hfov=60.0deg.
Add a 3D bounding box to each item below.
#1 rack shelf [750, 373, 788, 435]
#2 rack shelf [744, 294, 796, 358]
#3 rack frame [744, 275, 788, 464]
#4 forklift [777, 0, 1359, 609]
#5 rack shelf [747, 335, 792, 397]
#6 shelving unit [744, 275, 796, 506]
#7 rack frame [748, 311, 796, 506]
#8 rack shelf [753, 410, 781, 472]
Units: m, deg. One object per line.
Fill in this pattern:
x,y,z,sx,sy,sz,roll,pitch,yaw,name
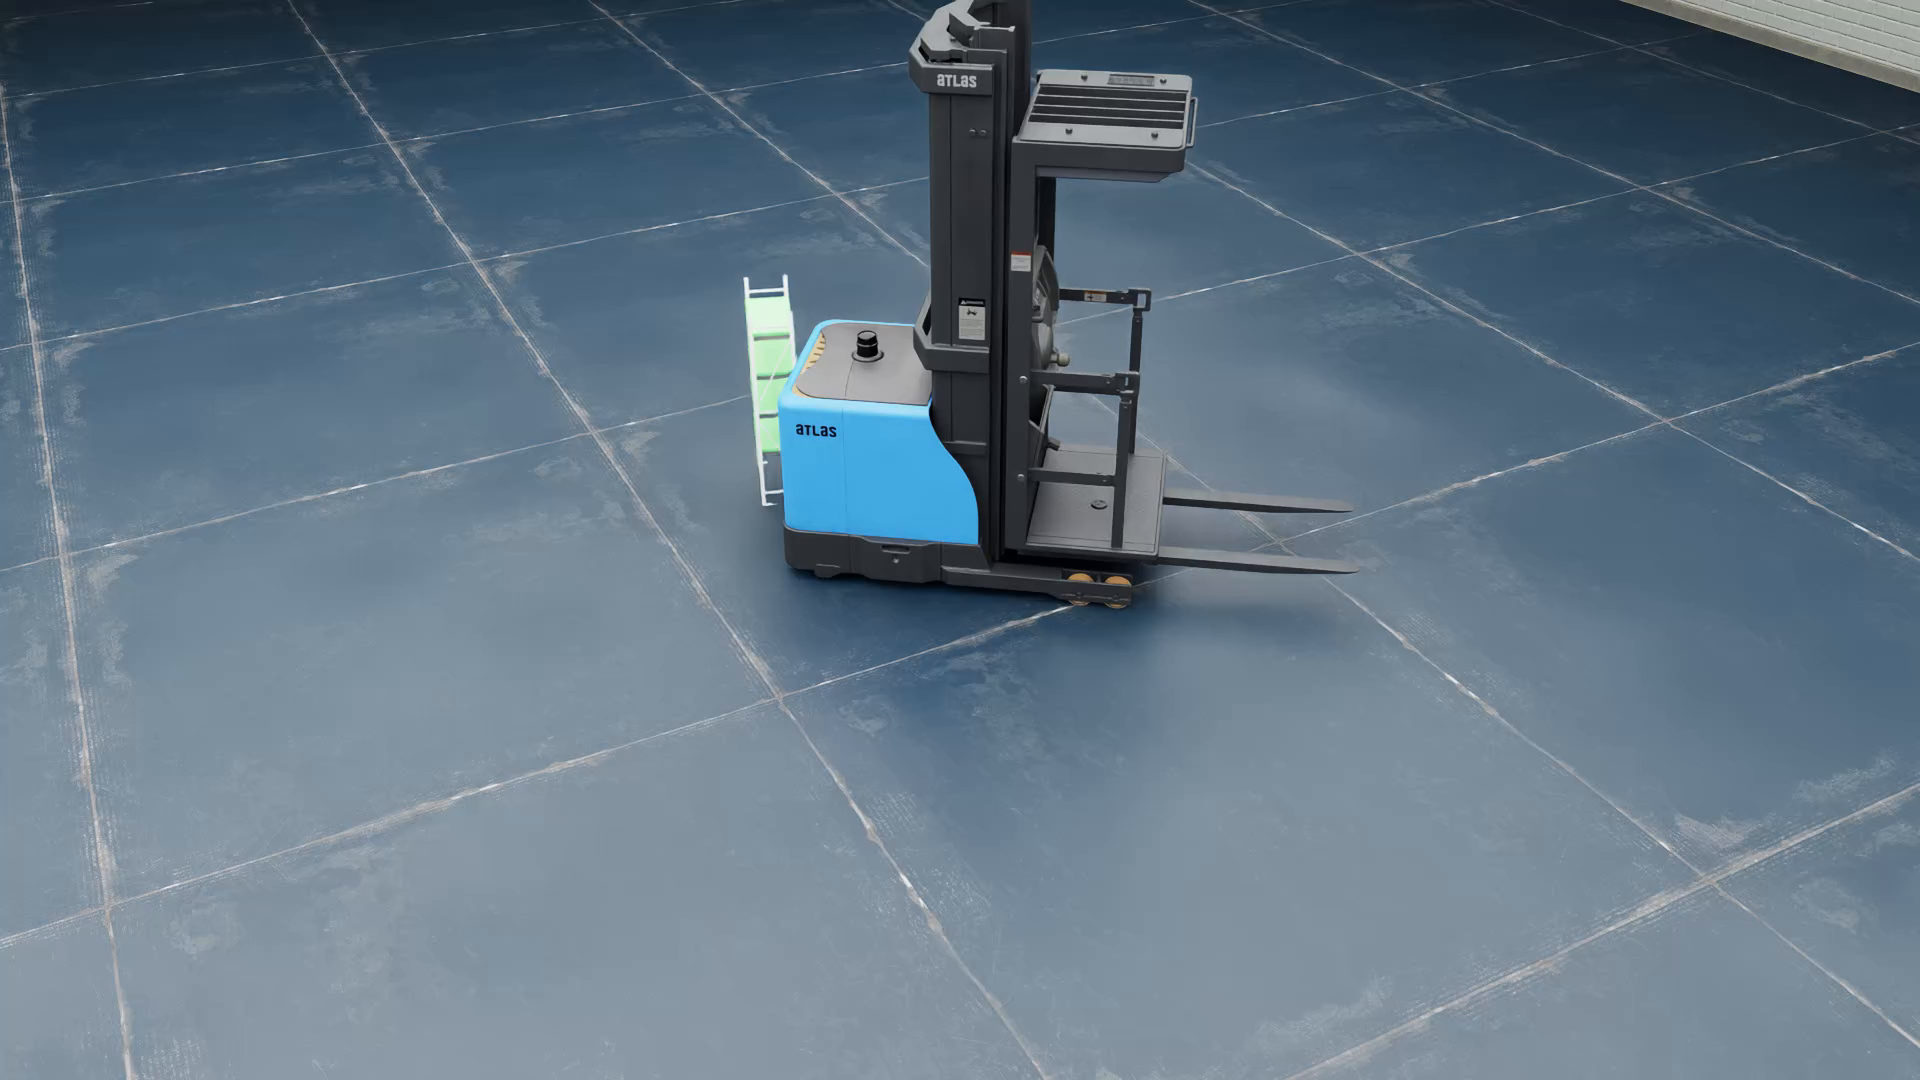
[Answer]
-1.056,-0.790,9.508,0.258,0.148,0.480,-5,33,-7,rack shelf
-1.057,-1.195,9.249,0.258,0.148,0.480,-5,33,-7,rack shelf
-1.092,-0.974,9.677,0.240,1.200,0.015,-5,33,-7,rack frame
0.618,-1.184,8.399,3.031,2.935,1.130,5,33,7,forklift
-1.057,-0.992,9.378,0.258,0.148,0.480,-5,33,-7,rack shelf
-1.056,-0.844,9.473,0.258,1.200,0.503,-5,33,-7,shelving unit
-1.020,-0.714,9.270,0.240,1.200,0.015,-5,33,-7,rack frame
-1.055,-0.588,9.637,0.258,0.148,0.480,-5,33,-7,rack shelf
